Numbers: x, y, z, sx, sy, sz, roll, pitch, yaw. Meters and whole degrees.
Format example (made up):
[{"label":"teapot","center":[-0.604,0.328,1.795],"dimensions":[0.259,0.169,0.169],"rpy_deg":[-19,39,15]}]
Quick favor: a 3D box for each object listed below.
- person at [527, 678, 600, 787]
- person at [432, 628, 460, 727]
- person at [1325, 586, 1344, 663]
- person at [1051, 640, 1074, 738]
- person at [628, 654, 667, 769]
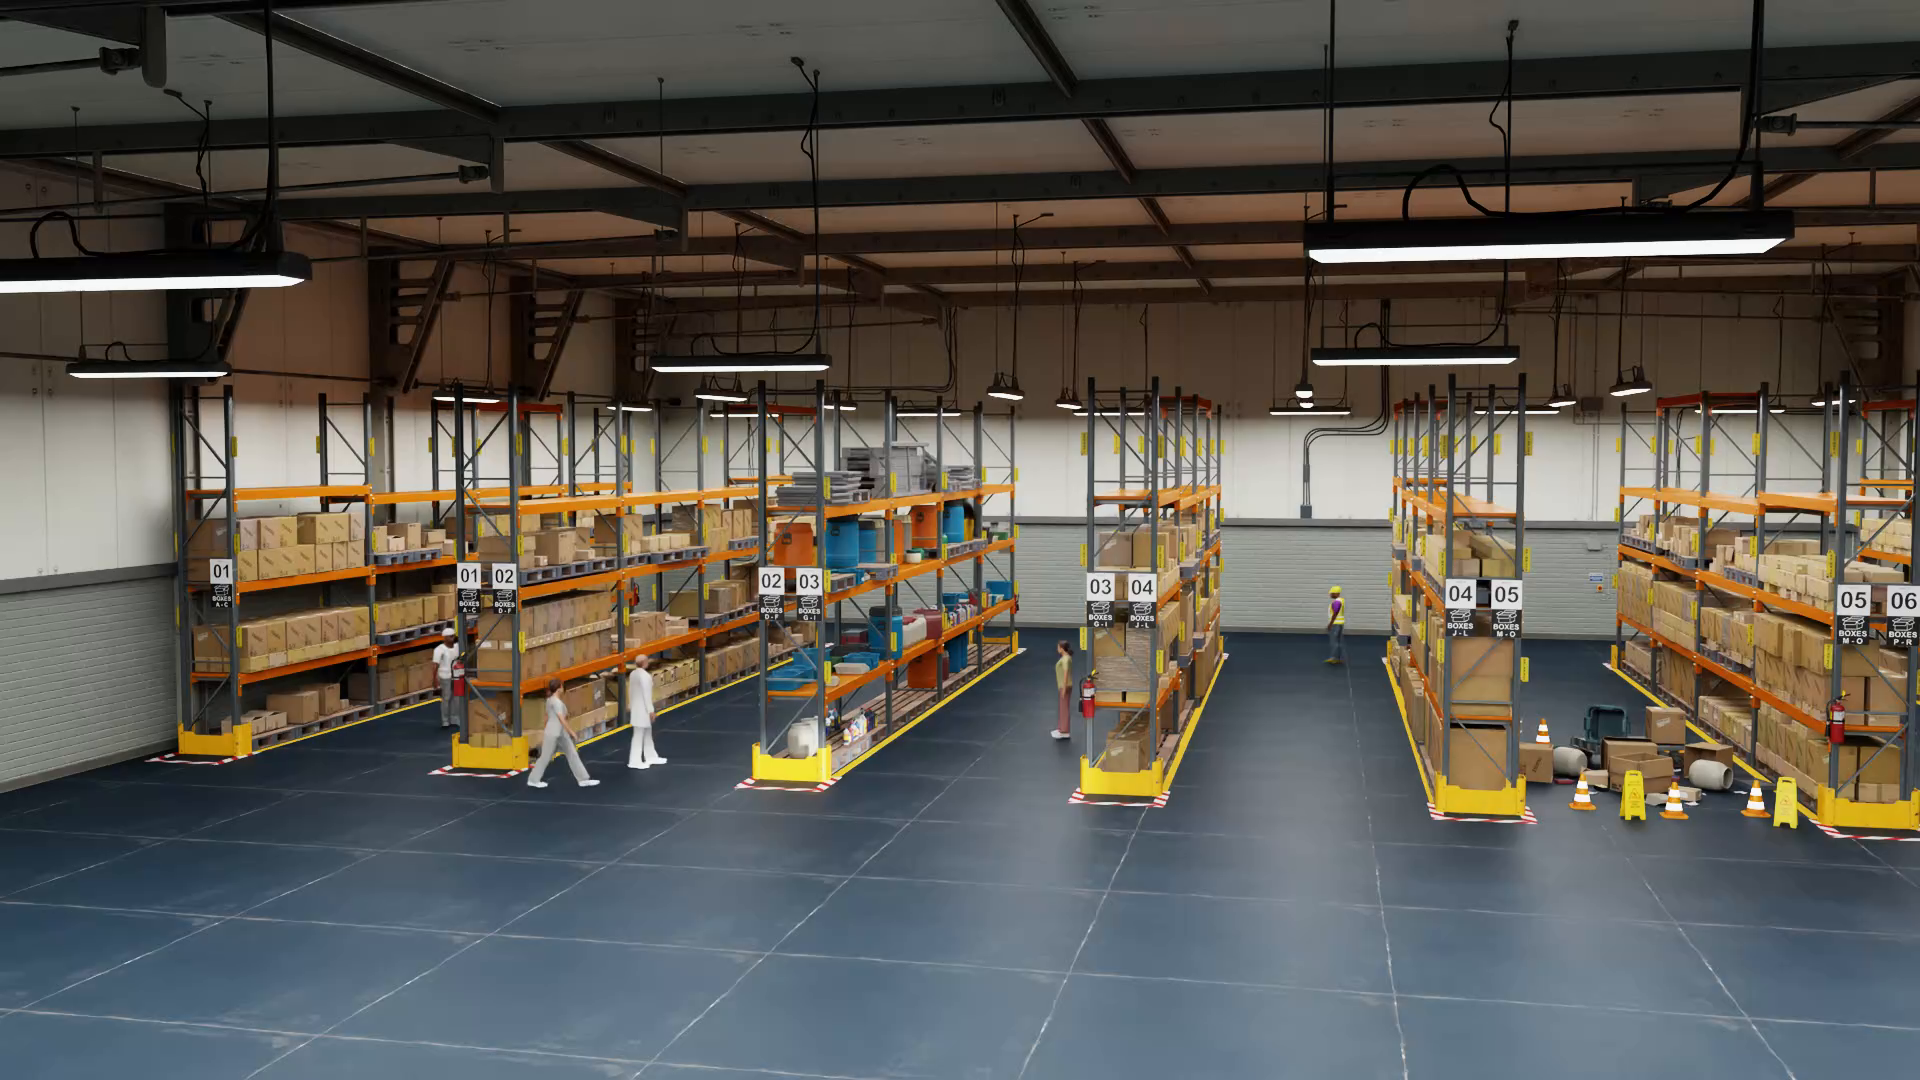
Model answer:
[{"label":"person","center":[-5.821,2.812,24.240],"dimensions":[1.048,1.596,0.412],"rpy_deg":[1,3,14]},{"label":"person","center":[-9.112,2.454,29.737],"dimensions":[0.358,1.767,0.689],"rpy_deg":[2,4,34]},{"label":"person","center":[8.658,1.959,38.444],"dimensions":[0.406,1.777,0.582],"rpy_deg":[1,3,24]},{"label":"person","center":[1.768,2.552,28.672],"dimensions":[0.402,1.678,0.486],"rpy_deg":[0,3,8]},{"label":"person","center":[-4.878,2.664,25.973],"dimensions":[0.617,1.776,0.635],"rpy_deg":[-1,3,-15]}]
